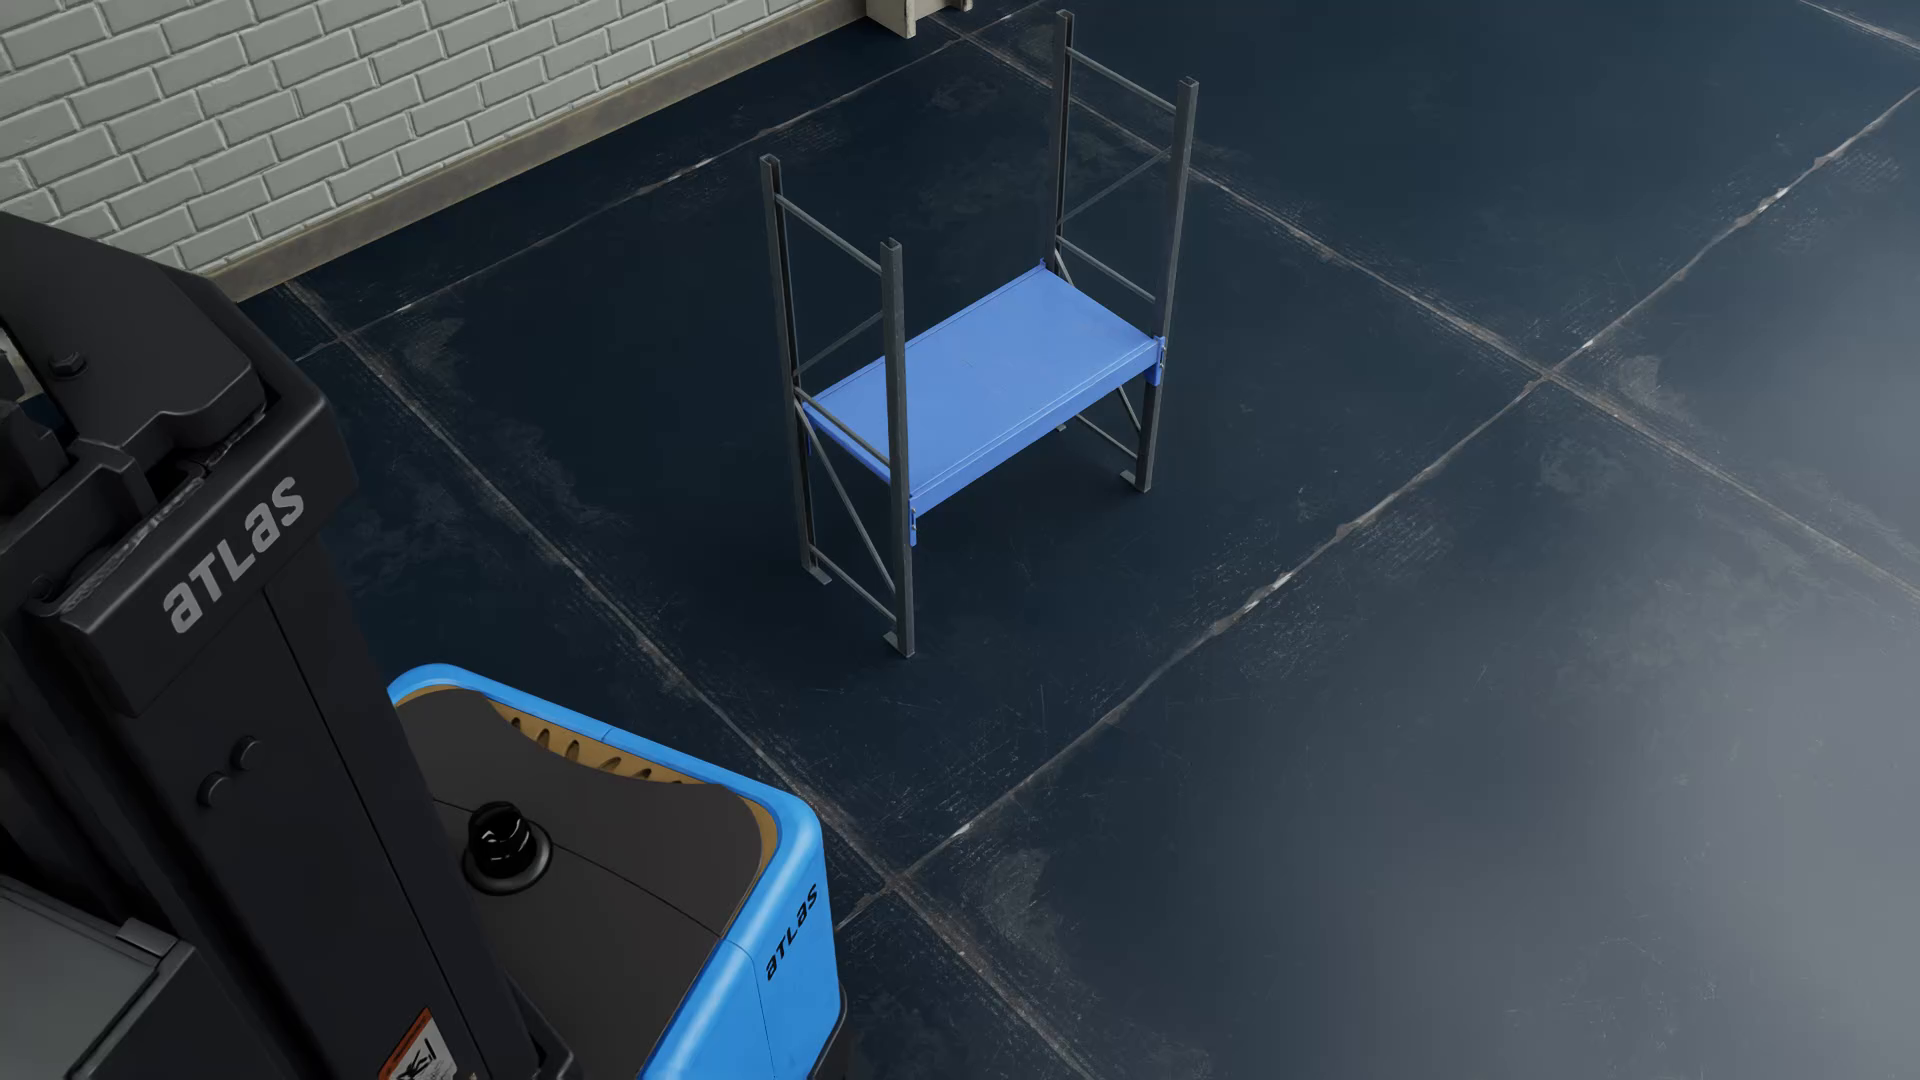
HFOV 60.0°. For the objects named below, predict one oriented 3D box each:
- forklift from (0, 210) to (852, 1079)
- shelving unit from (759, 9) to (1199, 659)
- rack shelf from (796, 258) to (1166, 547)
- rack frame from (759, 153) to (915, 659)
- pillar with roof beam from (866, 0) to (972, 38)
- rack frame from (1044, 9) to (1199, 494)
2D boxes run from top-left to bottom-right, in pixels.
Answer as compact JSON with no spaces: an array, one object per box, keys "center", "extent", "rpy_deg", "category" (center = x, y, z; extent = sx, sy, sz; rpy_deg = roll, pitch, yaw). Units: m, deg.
[{"center":[-1.318,1.113,2.229],"extent":[1.130,2.935,3.031],"rpy_deg":[18,50,16],"category":"forklift"},{"center":[0.063,-0.551,4.738],"extent":[1.048,1.500,0.538],"rpy_deg":[-34,56,-27],"category":"shelving unit"},{"center":[0.063,-0.429,4.870],"extent":[1.000,0.185,0.538],"rpy_deg":[-34,56,-27],"category":"rack shelf"},{"center":[-0.313,-0.299,4.506],"extent":[0.032,1.500,0.500],"rpy_deg":[-34,56,-27],"category":"rack frame"},{"center":[2.706,-3.083,1.972],"extent":[0.400,9.000,9.100],"rpy_deg":[-34,56,-27],"category":"pillar with roof beam"},{"center":[0.439,-0.802,4.970],"extent":[0.032,1.500,0.500],"rpy_deg":[-34,56,-27],"category":"rack frame"}]
